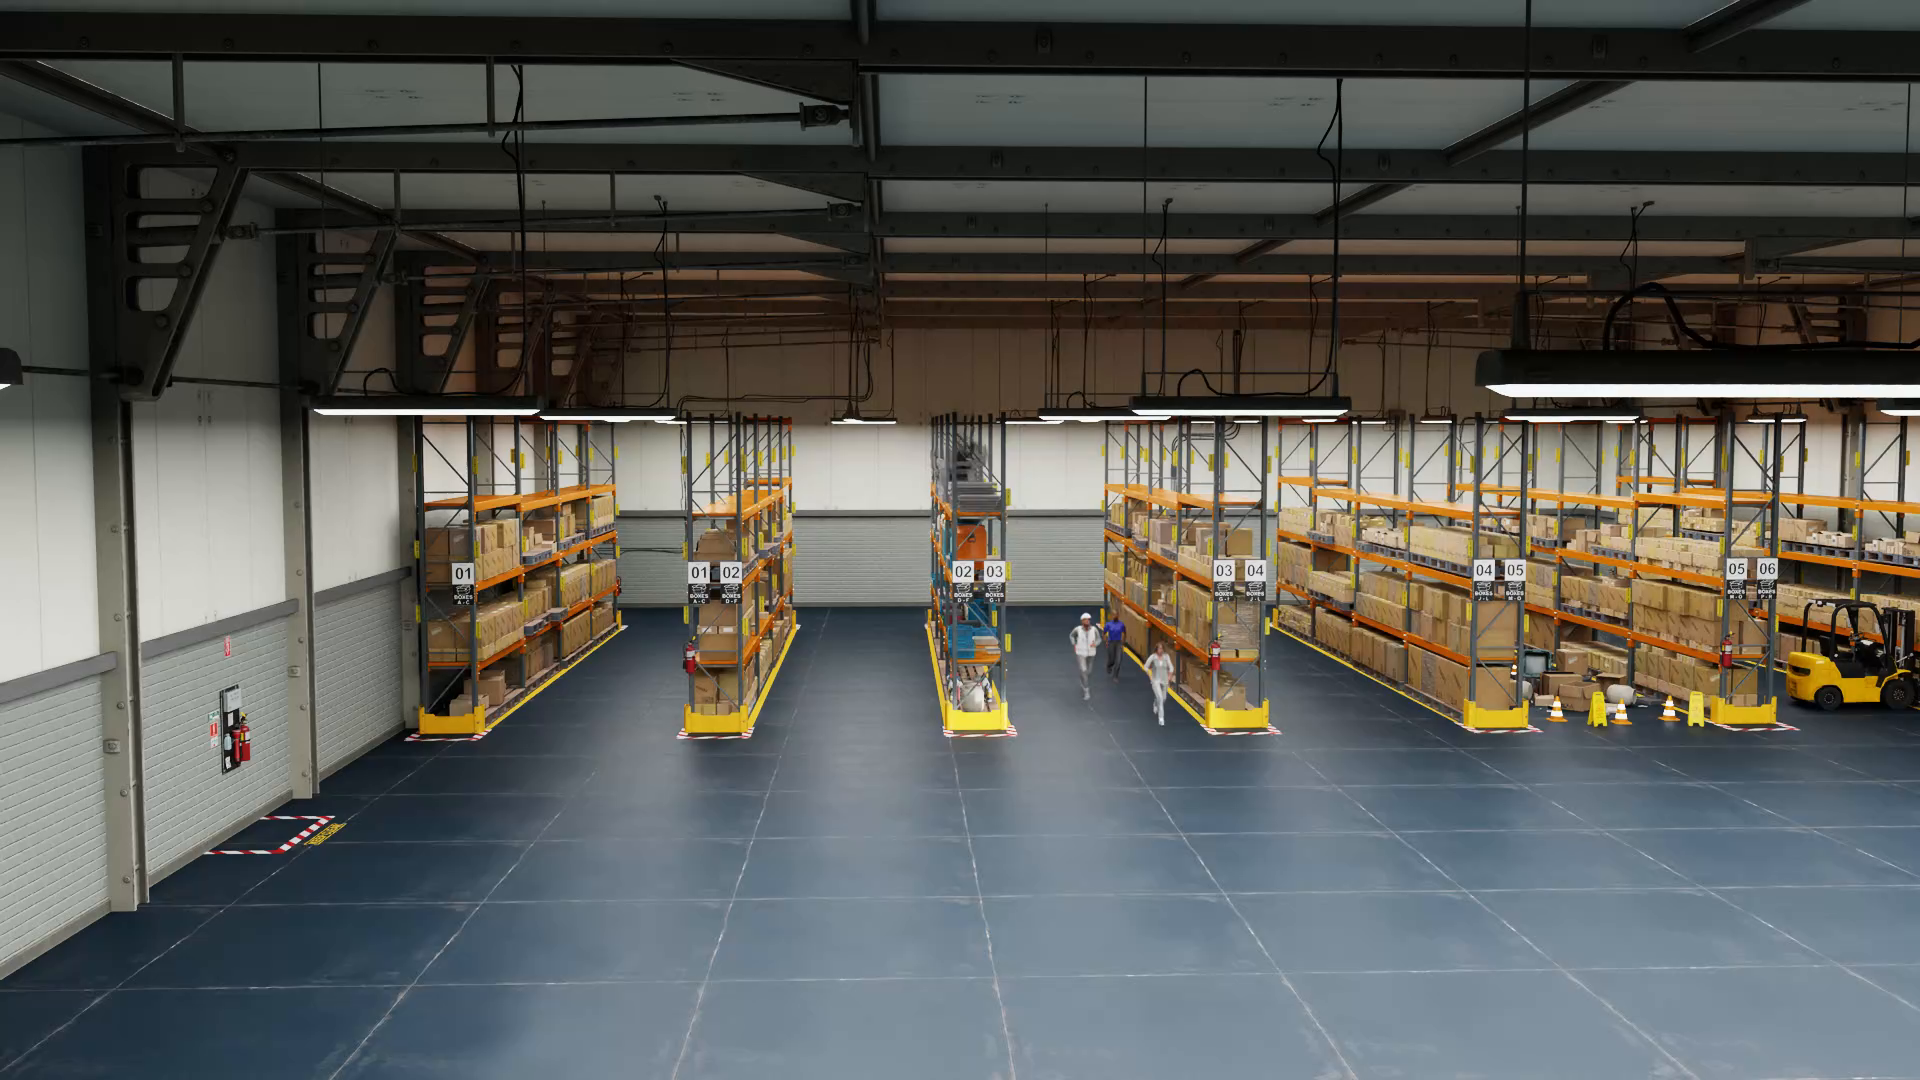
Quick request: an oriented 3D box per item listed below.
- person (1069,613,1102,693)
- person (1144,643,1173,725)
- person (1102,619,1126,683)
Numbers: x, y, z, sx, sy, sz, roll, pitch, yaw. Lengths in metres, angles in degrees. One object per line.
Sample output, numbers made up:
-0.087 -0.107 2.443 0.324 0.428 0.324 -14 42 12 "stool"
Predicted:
2.673 2.373 35.379 0.623 1.664 0.970 -1 4 -14 "person"
3.849 2.757 32.294 0.565 1.573 0.755 -1 4 -8 "person"
3.481 2.485 37.451 0.544 1.416 0.578 0 4 -6 "person"
